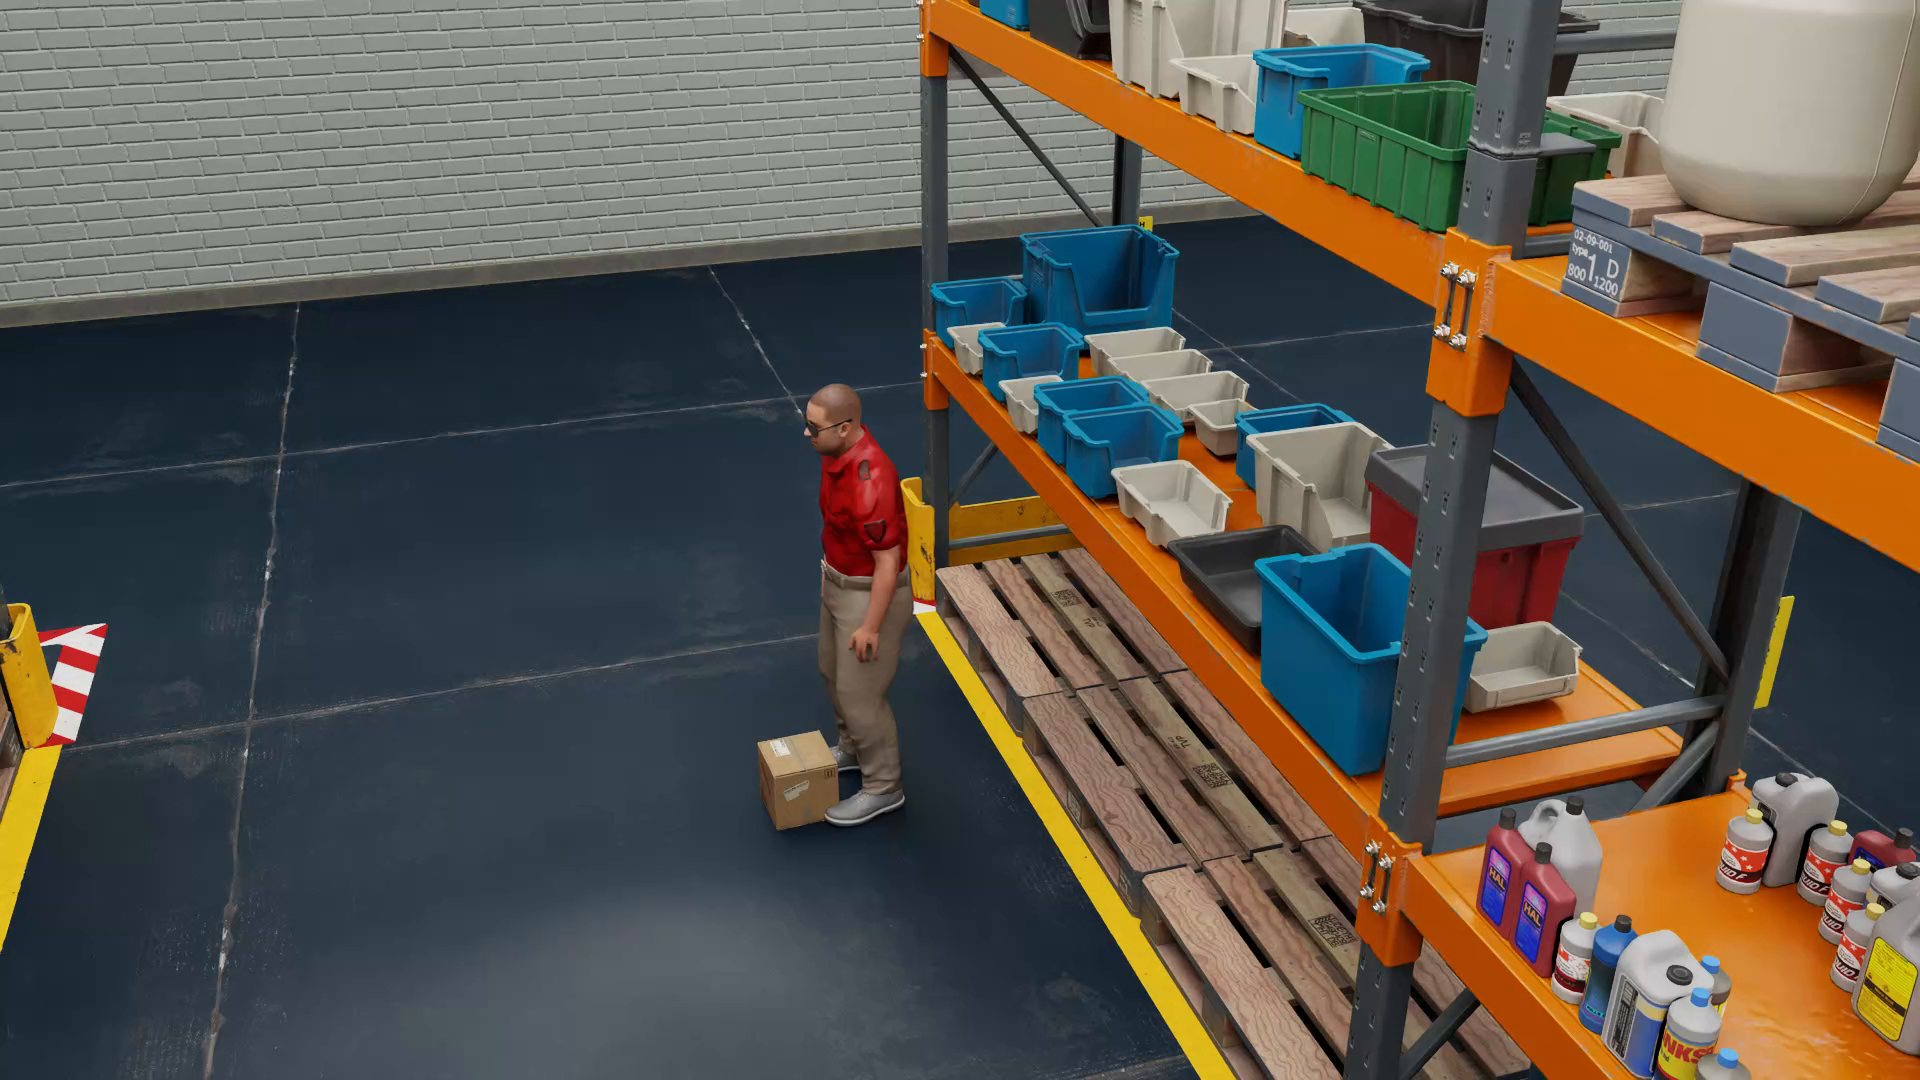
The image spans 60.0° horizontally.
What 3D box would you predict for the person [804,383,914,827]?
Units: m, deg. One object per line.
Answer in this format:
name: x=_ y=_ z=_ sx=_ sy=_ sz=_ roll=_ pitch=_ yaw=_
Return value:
person: x=-0.387 y=0.221 z=6.182 sx=0.396 sy=1.726 sz=0.584 roll=-8 pitch=27 yaw=-16
